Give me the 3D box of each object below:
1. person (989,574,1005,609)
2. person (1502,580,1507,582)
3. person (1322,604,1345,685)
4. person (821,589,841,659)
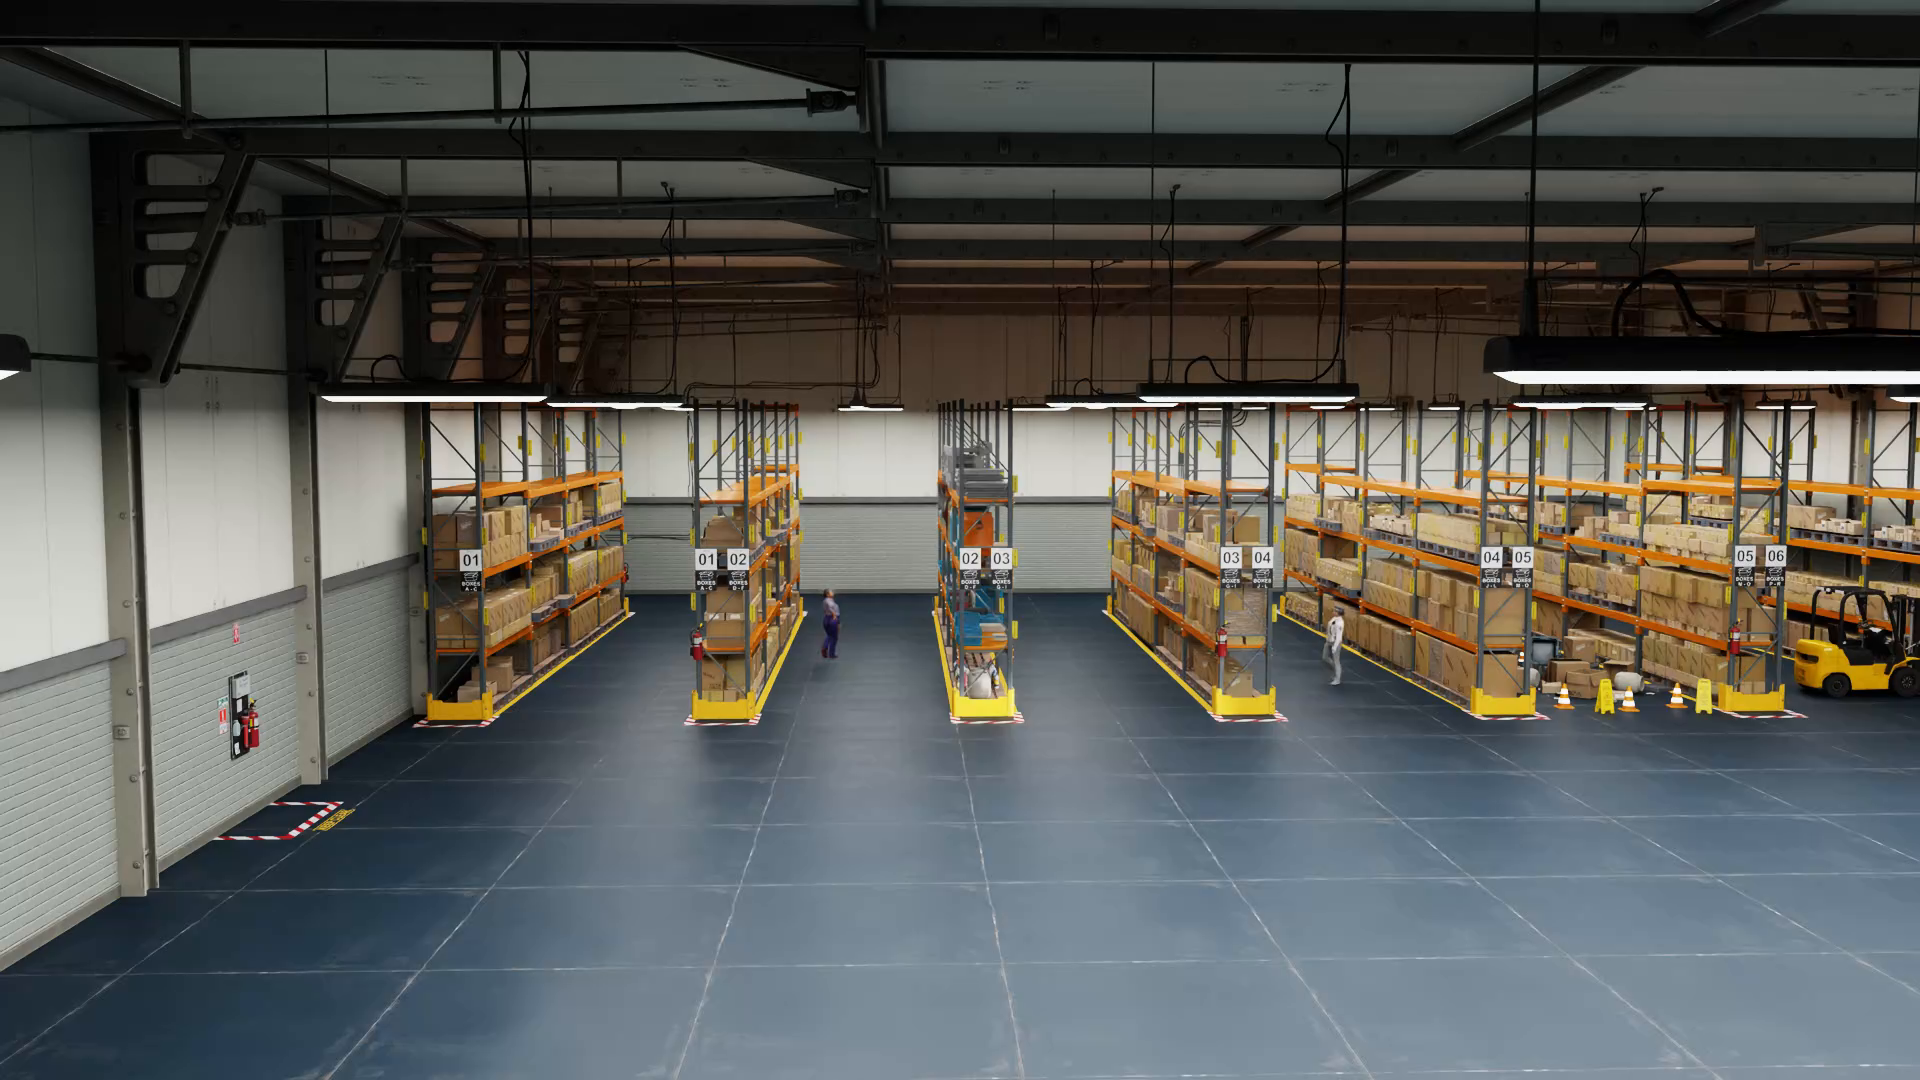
[{"bbox_3d":[0.947,1.209,48.481,0.712,1.651,0.457,3,5,30],"label":"person"},{"bbox_3d":[12.837,1.849,39.432,0.587,1.798,0.419,-4,6,-43],"label":"person"},{"bbox_3d":[7.960,2.201,35.300,0.431,1.680,0.569,-1,5,-19],"label":"person"},{"bbox_3d":[-2.979,1.946,38.640,0.504,1.636,0.454,3,6,38],"label":"person"}]
